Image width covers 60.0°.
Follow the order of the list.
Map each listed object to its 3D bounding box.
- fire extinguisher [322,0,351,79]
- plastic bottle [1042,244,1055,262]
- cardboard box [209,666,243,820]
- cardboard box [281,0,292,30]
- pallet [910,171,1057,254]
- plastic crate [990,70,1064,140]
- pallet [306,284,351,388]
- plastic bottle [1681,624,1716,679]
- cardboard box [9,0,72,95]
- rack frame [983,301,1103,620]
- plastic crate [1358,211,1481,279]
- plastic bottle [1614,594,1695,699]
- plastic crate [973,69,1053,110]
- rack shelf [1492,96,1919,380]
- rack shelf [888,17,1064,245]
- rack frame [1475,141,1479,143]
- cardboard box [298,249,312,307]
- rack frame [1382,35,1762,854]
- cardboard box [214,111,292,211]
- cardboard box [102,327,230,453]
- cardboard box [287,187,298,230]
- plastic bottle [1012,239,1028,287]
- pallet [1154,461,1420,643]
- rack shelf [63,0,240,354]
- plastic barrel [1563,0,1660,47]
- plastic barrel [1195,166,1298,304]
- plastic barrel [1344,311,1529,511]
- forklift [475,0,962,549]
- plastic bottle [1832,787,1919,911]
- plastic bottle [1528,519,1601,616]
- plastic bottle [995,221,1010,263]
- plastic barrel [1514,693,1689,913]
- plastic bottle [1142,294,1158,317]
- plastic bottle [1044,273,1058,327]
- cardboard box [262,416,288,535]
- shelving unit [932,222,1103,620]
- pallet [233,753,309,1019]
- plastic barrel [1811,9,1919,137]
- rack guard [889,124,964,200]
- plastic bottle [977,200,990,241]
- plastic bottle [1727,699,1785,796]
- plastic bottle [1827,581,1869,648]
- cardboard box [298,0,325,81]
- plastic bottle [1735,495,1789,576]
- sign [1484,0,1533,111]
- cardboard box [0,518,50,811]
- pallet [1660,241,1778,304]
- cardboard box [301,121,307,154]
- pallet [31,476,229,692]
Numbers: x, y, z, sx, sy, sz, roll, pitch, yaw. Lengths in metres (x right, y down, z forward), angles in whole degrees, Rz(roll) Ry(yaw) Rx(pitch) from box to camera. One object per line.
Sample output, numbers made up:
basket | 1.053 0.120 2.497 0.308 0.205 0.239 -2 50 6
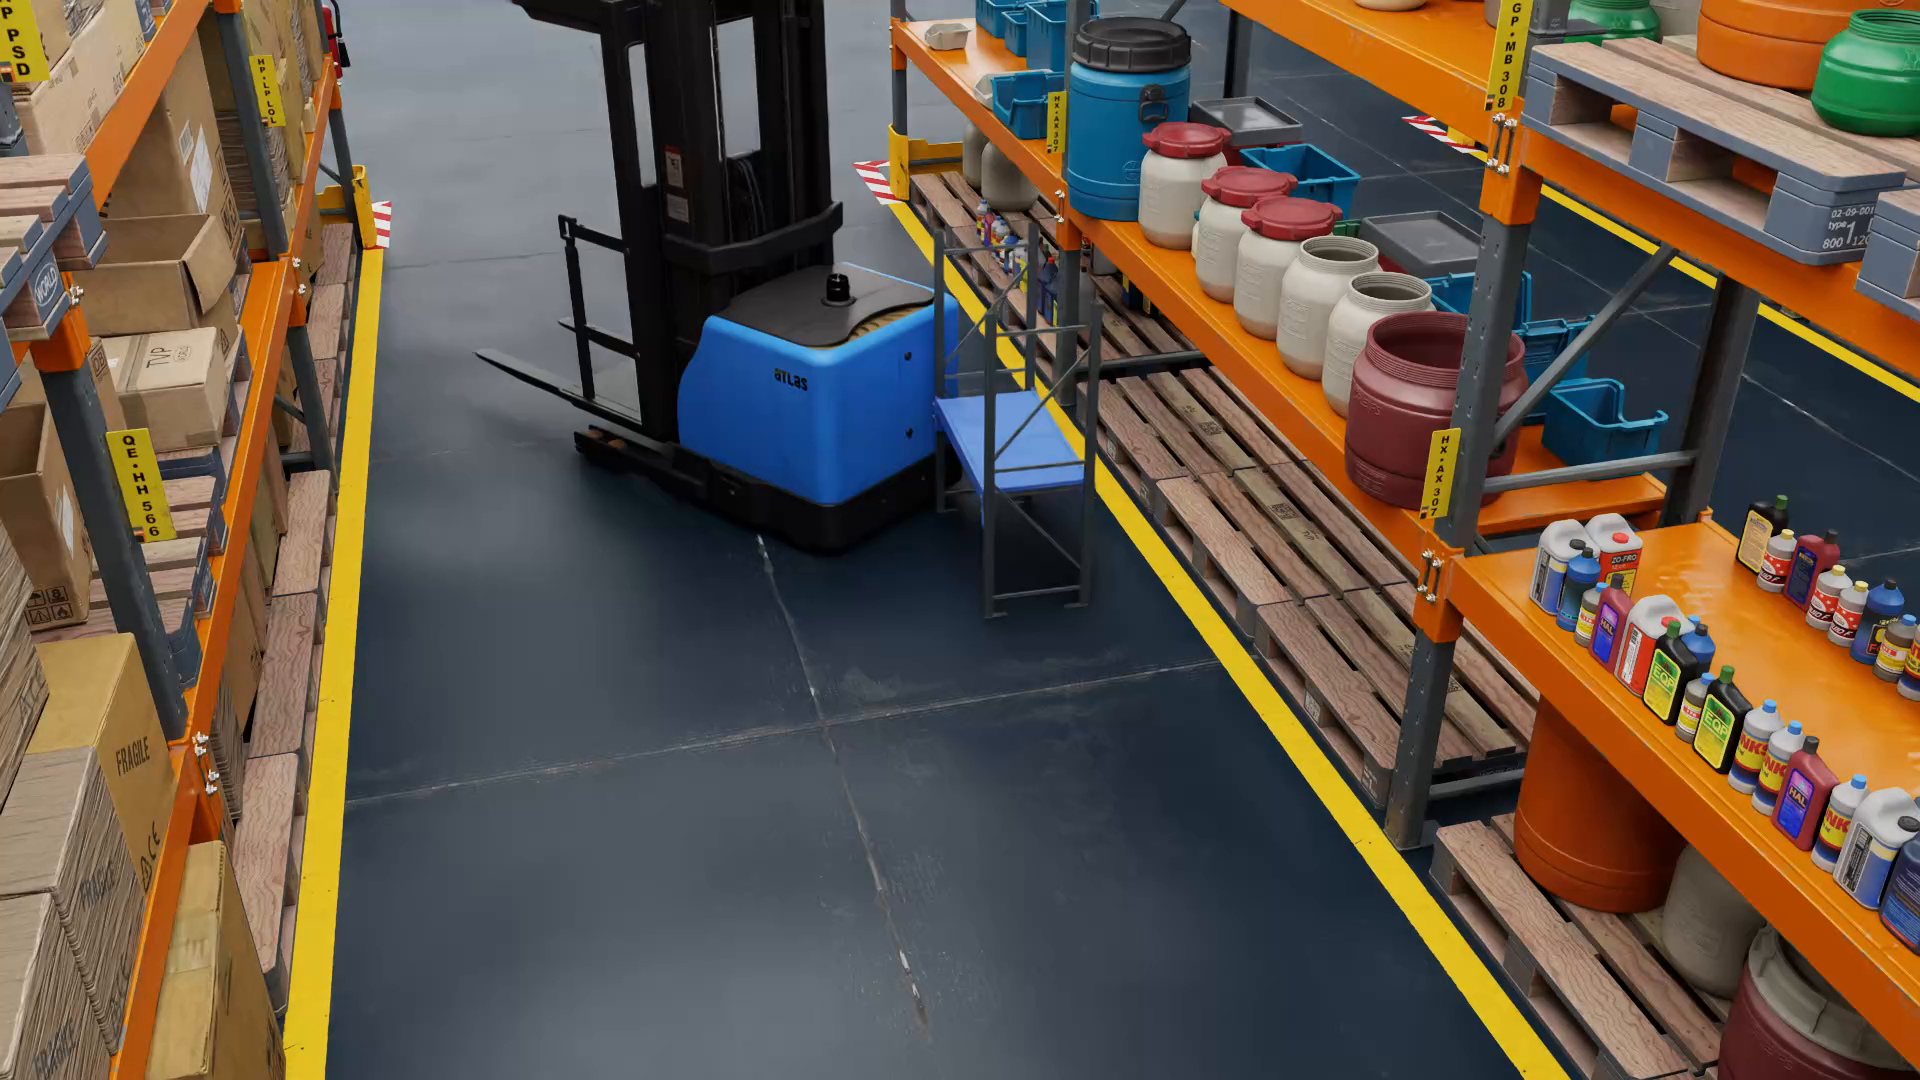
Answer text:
fire extinguisher | -4.379 -3.510 11.396 0.296 0.674 0.183 -8 31 -13
plastic bottle | 0.551 -1.715 10.492 0.061 0.283 0.133 -8 31 -13
cardboard box | -3.026 0.742 6.031 0.700 0.500 0.500 -10 32 -17
cardboard box | -4.015 -3.073 9.171 0.500 0.500 0.500 -8 31 -13
pallet | 0.258 -2.455 12.280 1.003 0.211 1.213 -8 31 -13
plastic crate | 0.489 -2.587 9.874 0.499 0.251 0.616 -8 31 -13
pallet | -4.271 -1.198 10.109 1.003 0.211 1.213 -8 31 -13
plastic bottle | 2.095 0.361 4.760 0.097 0.271 0.097 0 30 0
cardboard box | -2.546 -1.382 4.050 0.500 0.500 0.500 -8 31 -13
rack frame | 0.351 -0.319 7.304 0.500 1.500 0.032 -7 31 -11
plastic crate | 1.972 -1.070 7.041 0.402 0.464 0.583 -8 31 -13
plastic bottle | 2.032 0.308 4.848 0.152 0.276 0.135 -8 31 -13
plastic crate | 0.369 -2.790 10.339 0.530 0.136 0.437 -8 31 -13
rack shelf | 2.637 -0.242 3.398 1.077 0.370 4.000 -8 31 -13
rack shelf | 0.513 -2.808 10.825 1.077 0.370 4.000 -8 31 -13
rack frame | 4.759 -4.742 13.448 1.000 3.000 0.127 -8 31 -13
cardboard box | -4.304 -1.634 10.154 0.500 0.500 0.500 -5 30 -9
rack frame | 2.106 -0.221 5.638 1.000 3.000 0.127 -8 31 -13
cardboard box | -3.791 -1.892 8.128 0.875 0.500 0.500 -8 31 -13
cardboard box | -2.893 -0.520 5.884 0.500 0.250 0.500 -9 31 -15
cardboard box | -3.552 -1.652 8.361 0.380 0.149 0.250 -8 31 -13
plastic bottle | 0.419 -1.765 10.585 0.152 0.276 0.135 -7 31 -12
pallet | 1.617 0.018 8.008 1.003 0.211 1.213 -8 31 -13
rack shelf | -3.200 -1.516 5.598 1.077 0.370 4.000 -8 31 -13
plastic barrel | 1.991 -1.565 5.120 0.294 0.245 0.294 0 30 0
plastic barrel | 1.281 -1.366 7.481 0.433 0.535 0.433 0 30 0
plastic barrel | 1.691 -0.464 5.922 0.600 0.536 0.708 -8 31 -13
forklift | -1.451 -1.822 8.473 3.031 2.935 1.130 22 37 33
plastic bottle | 2.277 0.754 4.077 0.152 0.276 0.135 -8 31 -13
plastic bottle | 1.909 0.084 5.234 0.152 0.276 0.135 -8 31 -13
plastic bottle | 0.281 -1.964 10.933 0.097 0.271 0.097 0 30 0
plastic barrel | 2.252 0.770 5.672 0.600 0.830 0.708 -8 31 -13
plastic bottle | 1.168 -1.518 10.151 0.061 0.283 0.133 -8 31 -13
plastic bottle | 0.595 -1.470 10.000 0.144 0.351 0.185 -9 31 -15
cardboard box | -3.589 -0.304 7.837 0.700 0.500 0.500 -10 32 -17
shelving unit | 0.237 -0.567 7.733 0.538 1.500 1.048 -7 31 -11
pallet | -2.875 1.266 5.851 1.003 0.211 1.213 -8 31 -13
plastic barrel | 2.165 -1.092 3.883 0.294 0.245 0.294 0 30 0
rack guard | 0.048 -2.973 12.887 1.175 0.500 0.348 -8 31 -13
plastic bottle | 0.163 -2.178 11.302 0.097 0.271 0.097 0 30 0
plastic bottle | 2.133 0.545 4.442 0.097 0.271 0.097 0 30 0
plastic bottle | 2.725 0.220 5.074 0.097 0.201 0.097 0 30 0
cardboard box | -4.425 -3.104 10.221 0.875 0.500 0.500 -8 31 -13
plastic bottle | 2.625 -0.032 5.428 0.061 0.283 0.133 -8 31 -13
sign | 1.577 -1.398 4.781 0.100 0.325 0.005 -8 31 -13
cardboard box | -2.491 0.315 3.610 0.797 0.503 0.637 -7 31 -12
pallet | 5.650 -1.993 11.482 1.003 0.211 1.213 -8 31 -13
cardboard box | -3.909 -2.252 9.398 0.380 0.149 0.250 -8 31 -13
pallet | -2.961 0.190 5.118 1.213 0.211 1.003 -8 31 -13
